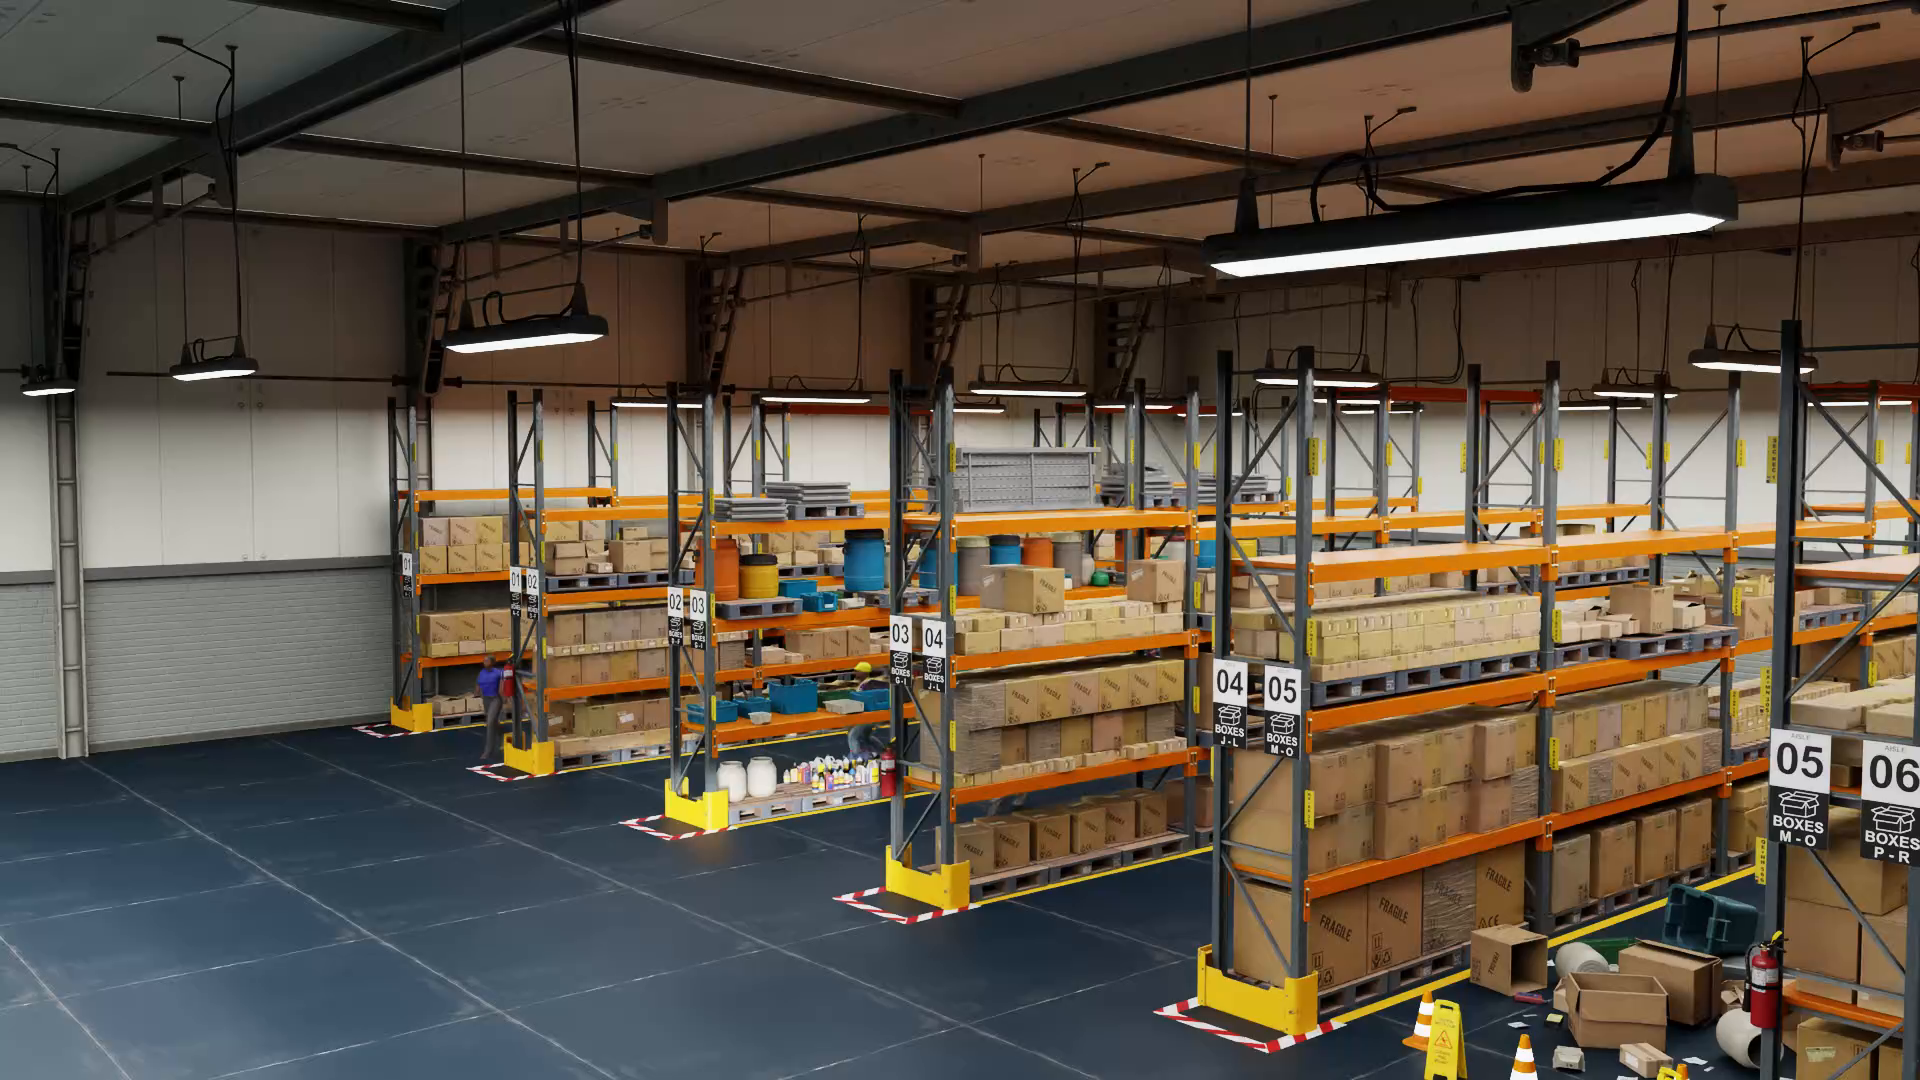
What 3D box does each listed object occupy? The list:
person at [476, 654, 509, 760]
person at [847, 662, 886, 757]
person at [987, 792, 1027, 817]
[{"bbox_3d":[-7.712,2.712,27.461,0.587,1.676,0.913,2,4,27],"label":"person"},{"bbox_3d":[-1.460,2.788,26.177,0.743,1.762,0.915,0,3,-3],"label":"person"},{"bbox_3d":[0.632,2.954,23.149,0.686,1.749,0.940,2,4,34],"label":"person"}]
